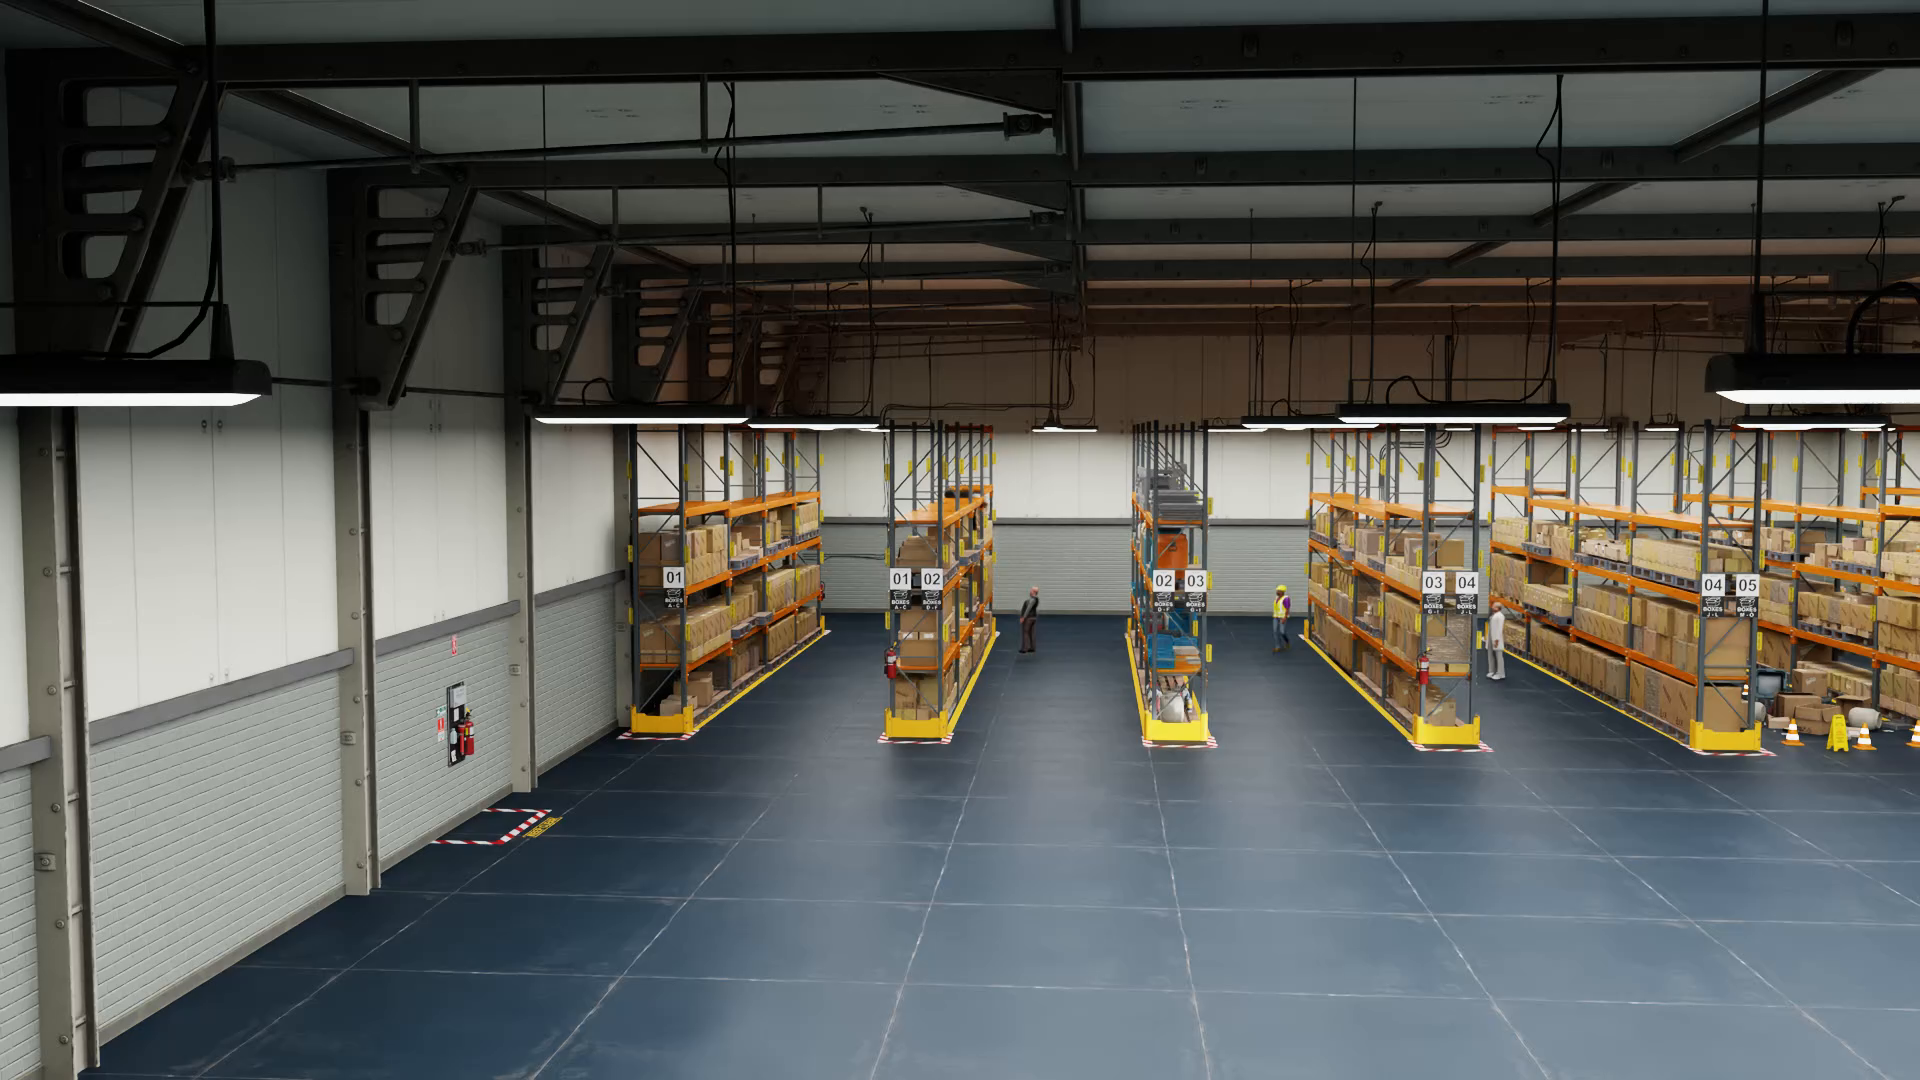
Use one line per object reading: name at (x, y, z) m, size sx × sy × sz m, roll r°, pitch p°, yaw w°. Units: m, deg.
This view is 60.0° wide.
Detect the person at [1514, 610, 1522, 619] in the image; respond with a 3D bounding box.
person at (15.944, 1.846, 47.290) m, size 1.020 × 1.710 × 0.649 m, roll 2°, pitch 4°, yaw 30°

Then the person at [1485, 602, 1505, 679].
person at (12.590, 2.354, 39.156) m, size 0.445 × 1.790 × 0.578 m, roll -1°, pitch 4°, yaw -21°

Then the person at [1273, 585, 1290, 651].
person at (8.506, 2.068, 43.983) m, size 0.552 × 1.759 × 0.580 m, roll -3°, pitch 5°, yaw -41°

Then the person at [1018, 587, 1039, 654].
person at (1.754, 2.054, 42.592) m, size 0.498 × 1.702 × 0.606 m, roll 2°, pitch 4°, yaw 28°

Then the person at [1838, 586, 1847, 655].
person at (22.808, 2.105, 43.103) m, size 0.630 × 1.820 × 0.552 m, roll -1°, pitch 4°, yaw -21°
